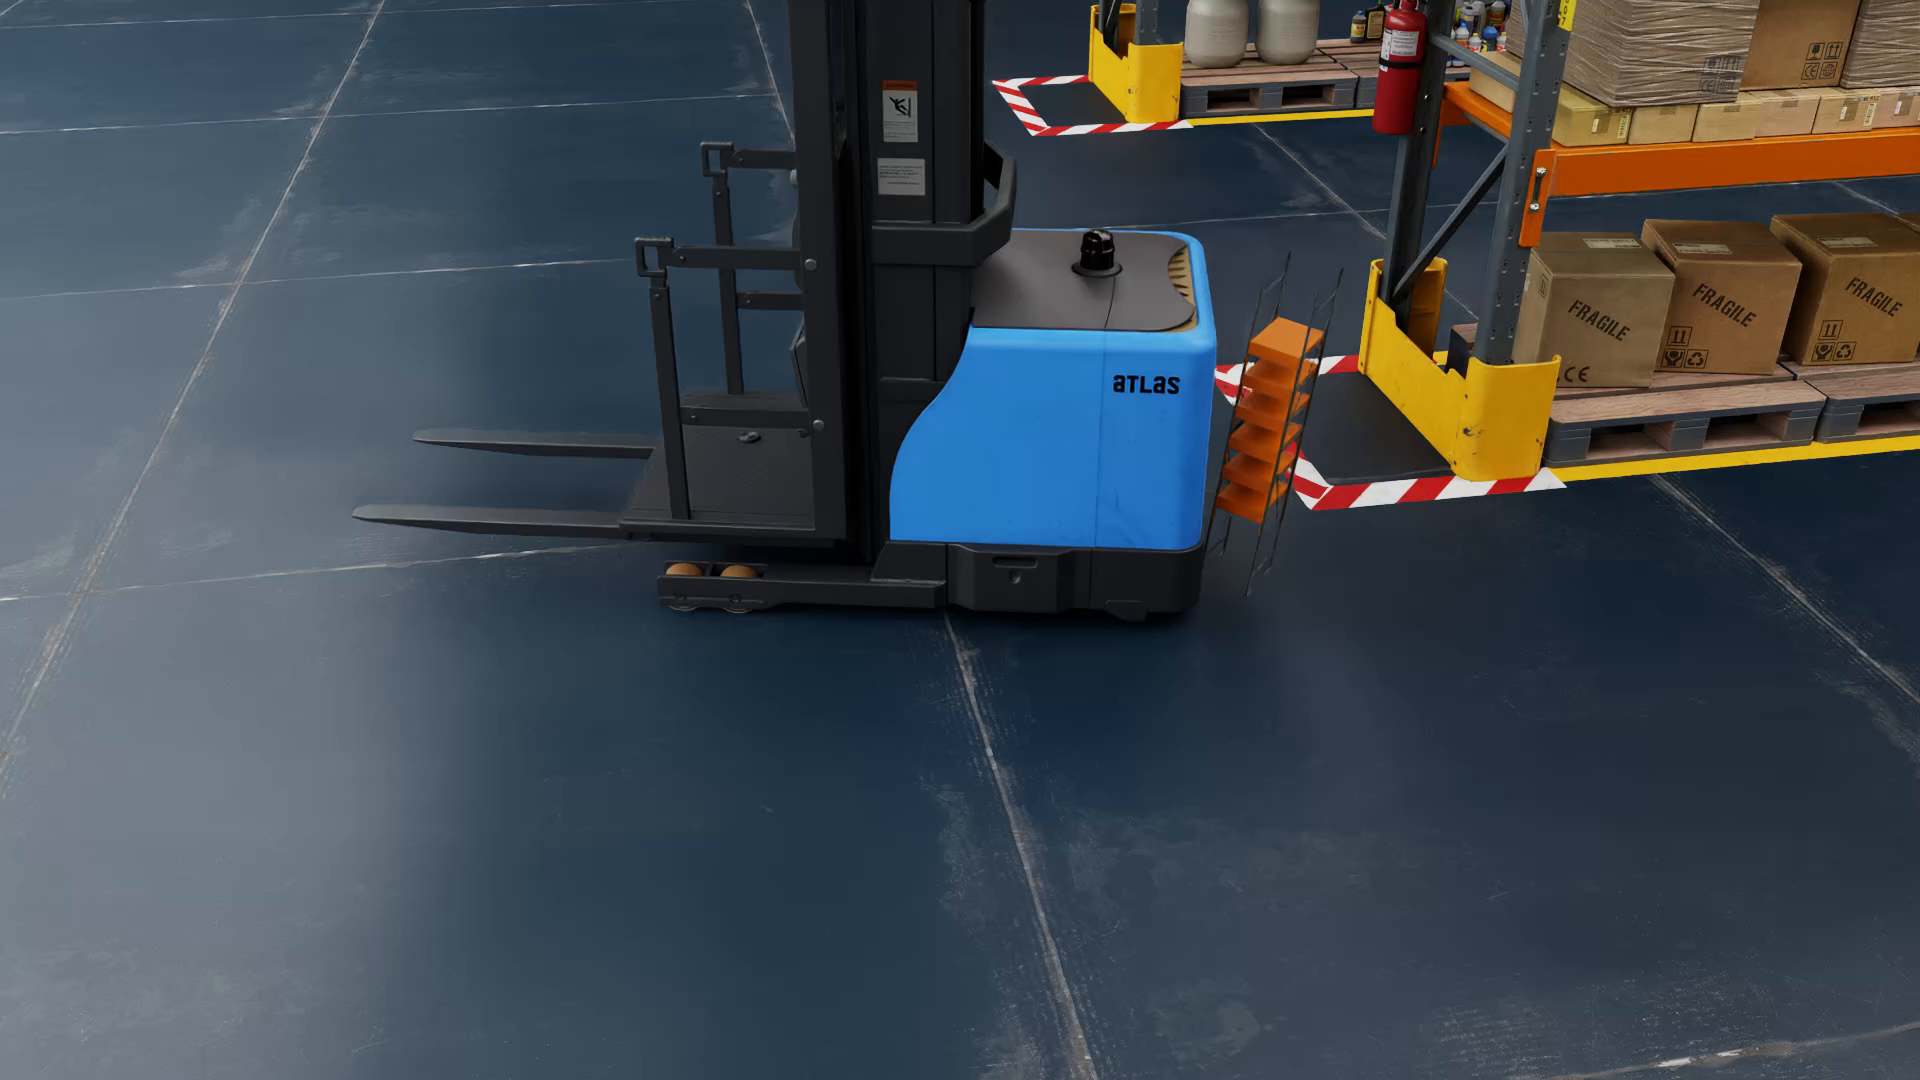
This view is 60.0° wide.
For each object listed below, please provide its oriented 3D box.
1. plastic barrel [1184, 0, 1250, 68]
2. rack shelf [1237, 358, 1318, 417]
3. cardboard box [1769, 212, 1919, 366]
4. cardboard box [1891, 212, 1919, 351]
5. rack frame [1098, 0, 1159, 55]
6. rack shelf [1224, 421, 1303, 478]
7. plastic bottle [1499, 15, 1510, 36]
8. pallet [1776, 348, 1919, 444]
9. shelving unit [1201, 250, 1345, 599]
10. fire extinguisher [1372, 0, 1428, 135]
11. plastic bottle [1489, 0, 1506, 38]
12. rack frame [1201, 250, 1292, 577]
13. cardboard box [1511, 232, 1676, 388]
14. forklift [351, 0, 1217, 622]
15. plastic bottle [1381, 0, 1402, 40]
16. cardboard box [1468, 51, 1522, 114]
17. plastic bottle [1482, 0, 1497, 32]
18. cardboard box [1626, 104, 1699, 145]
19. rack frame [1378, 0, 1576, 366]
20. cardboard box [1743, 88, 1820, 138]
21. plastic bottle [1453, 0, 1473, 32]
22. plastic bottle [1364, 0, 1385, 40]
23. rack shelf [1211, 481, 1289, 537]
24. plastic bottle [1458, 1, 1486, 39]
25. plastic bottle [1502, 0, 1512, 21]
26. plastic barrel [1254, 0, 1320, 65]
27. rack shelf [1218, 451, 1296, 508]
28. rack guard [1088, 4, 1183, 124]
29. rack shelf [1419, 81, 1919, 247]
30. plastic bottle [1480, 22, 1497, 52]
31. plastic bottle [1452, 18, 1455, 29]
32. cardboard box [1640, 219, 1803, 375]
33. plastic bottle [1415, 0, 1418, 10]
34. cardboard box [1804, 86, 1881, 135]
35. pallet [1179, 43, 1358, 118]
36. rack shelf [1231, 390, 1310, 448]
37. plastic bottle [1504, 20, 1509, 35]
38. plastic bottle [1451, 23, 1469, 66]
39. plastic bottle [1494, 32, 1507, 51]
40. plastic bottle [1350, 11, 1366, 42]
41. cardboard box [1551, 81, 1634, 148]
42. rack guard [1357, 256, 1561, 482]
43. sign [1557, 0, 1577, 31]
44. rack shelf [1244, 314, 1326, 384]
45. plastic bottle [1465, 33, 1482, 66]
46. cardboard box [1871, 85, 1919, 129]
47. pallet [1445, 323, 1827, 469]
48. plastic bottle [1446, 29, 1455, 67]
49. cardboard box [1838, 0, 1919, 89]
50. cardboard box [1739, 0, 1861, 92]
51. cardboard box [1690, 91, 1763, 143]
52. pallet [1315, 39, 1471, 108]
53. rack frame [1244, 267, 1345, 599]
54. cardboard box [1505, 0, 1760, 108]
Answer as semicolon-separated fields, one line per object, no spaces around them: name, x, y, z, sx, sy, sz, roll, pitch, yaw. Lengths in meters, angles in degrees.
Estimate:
plastic barrel;1.744;-3.496;11.277;0.421;0.512;0.421;0;30;0
rack shelf;1.070;-0.534;5.577;0.180;0.103;0.258;23;37;23
cardboard box;3.821;-1.092;7.199;0.500;0.500;0.500;-3;31;-4
cardboard box;4.378;-1.120;7.248;0.500;0.500;0.500;-8;31;-13
rack frame;1.110;-4.290;10.586;0.127;3.000;1.000;-5;31;-9
rack shelf;1.047;-0.336;5.710;0.180;0.103;0.258;23;37;23
plastic bottle;3.777;-3.464;11.428;0.133;0.283;0.061;-5;31;-9
pallet;4.080;-0.791;7.388;1.213;0.211;1.003;-5;31;-9
shelving unit;1.051;-0.373;5.685;0.189;1.200;0.258;23;37;23
fire extinguisher;1.807;-2.006;6.779;0.183;0.674;0.296;-5;31;-9
plastic bottle;3.853;-3.752;11.930;0.097;0.271;0.097;0;30;0
rack frame;0.974;-0.405;5.721;0.006;1.200;0.240;23;37;23
cardboard box;2.620;-0.972;6.996;0.500;0.500;0.500;0;30;0
forklift;-0.650;-1.270;5.519;3.031;2.935;1.130;2;31;4
plastic bottle;3.091;-3.701;11.838;0.135;0.276;0.152;-5;31;-9
cardboard box;2.246;-1.841;6.669;0.250;0.149;0.380;-5;31;-9
plastic bottle;3.821;-3.795;11.991;0.133;0.283;0.061;-4;31;-7
cardboard box;2.575;-1.632;6.315;0.250;0.149;0.380;-5;31;-9
rack frame;2.002;-1.820;6.386;0.127;3.000;1.000;-5;31;-9
cardboard box;3.066;-1.681;6.397;0.250;0.149;0.380;-5;31;-9
plastic bottle;3.572;-3.780;11.898;0.185;0.351;0.144;-6;31;-9
plastic bottle;2.950;-3.714;11.854;0.133;0.283;0.061;-5;31;-8
rack shelf;1.024;-0.137;5.843;0.180;0.103;0.258;23;37;23
plastic bottle;3.624;-3.676;11.795;0.135;0.276;0.152;-5;31;-9
plastic bottle;3.991;-3.819;11.964;0.185;0.351;0.144;-7;31;-11
plastic barrel;2.237;-3.542;11.355;0.421;0.512;0.421;0;30;0
rack shelf;1.036;-0.237;5.776;0.180;0.103;0.258;23;37;23
rack guard;1.177;-3.243;11.271;0.348;0.500;1.175;-5;31;-9
rack shelf;3.970;-1.693;6.879;4.000;0.370;1.077;-5;31;-9
plastic bottle;3.585;-3.372;11.284;0.097;0.271;0.097;0;30;0
plastic bottle;3.454;-3.642;11.812;0.097;0.201;0.097;0;30;0
cardboard box;3.202;-1.044;7.118;0.500;0.500;0.500;2;31;4
plastic bottle;3.227;-3.713;11.859;0.135;0.276;0.152;-6;31;-10
cardboard box;3.313;-1.700;6.430;0.250;0.149;0.380;-5;31;-9
pallet;1.977;-3.190;11.466;1.213;0.211;1.003;-5;31;-9
rack shelf;1.058;-0.435;5.643;0.180;0.103;0.258;23;37;23
plastic bottle;3.796;-3.408;11.340;0.135;0.276;0.152;-5;31;-8
plastic bottle;3.385;-3.354;11.252;0.097;0.271;0.097;0;30;0
plastic bottle;3.685;-3.351;11.317;0.097;0.201;0.097;0;30;0
plastic bottle;2.838;-3.659;11.841;0.097;0.201;0.097;0;30;0
cardboard box;2.326;-1.619;6.292;0.250;0.149;0.380;-5;31;-9
rack guard;2.077;-0.750;7.032;0.348;0.500;1.175;-5;31;-9
sign;2.100;-1.923;5.707;0.005;0.325;0.100;-5;31;-9
rack shelf;1.081;-0.634;5.511;0.180;0.103;0.258;23;37;23
plastic bottle;3.483;-3.333;11.285;0.097;0.201;0.097;0;30;0
cardboard box;3.554;-1.737;6.492;0.250;0.149;0.380;-5;31;-9
pallet;2.883;-0.682;7.201;1.213;0.211;1.003;-5;31;-9
plastic bottle;3.287;-3.345;11.237;0.097;0.271;0.097;0;30;0
cardboard box;3.518;-2.158;6.568;0.500;0.500;0.875;-5;31;-9
cardboard box;3.019;-2.134;6.527;0.500;0.500;0.875;-5;31;-9
cardboard box;2.824;-1.648;6.341;0.250;0.149;0.380;-5;31;-9
pallet;3.174;-3.299;11.653;1.213;0.211;1.003;-5;31;-9
rack frame;1.129;-0.340;5.650;0.006;1.200;0.240;23;37;23
cardboard box;2.548;-2.028;6.348;0.500;0.500;0.875;-5;31;-9
